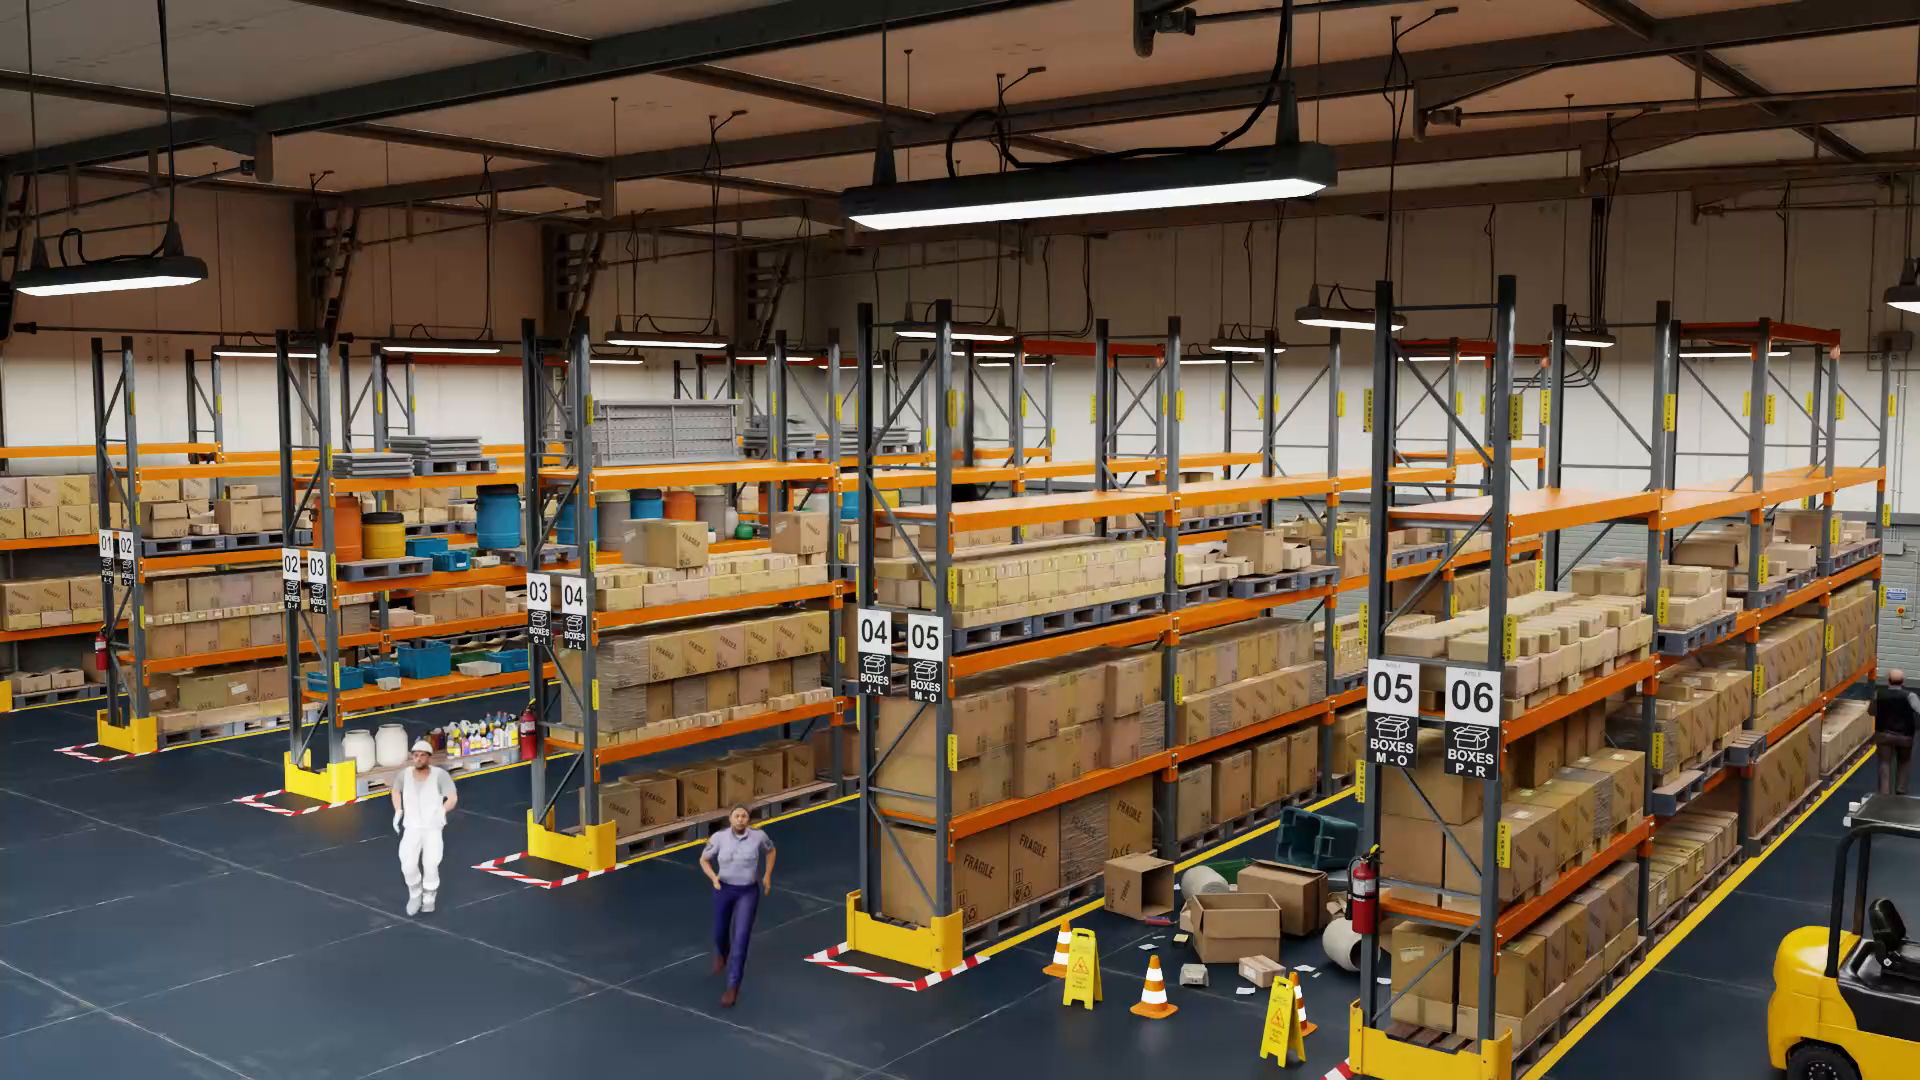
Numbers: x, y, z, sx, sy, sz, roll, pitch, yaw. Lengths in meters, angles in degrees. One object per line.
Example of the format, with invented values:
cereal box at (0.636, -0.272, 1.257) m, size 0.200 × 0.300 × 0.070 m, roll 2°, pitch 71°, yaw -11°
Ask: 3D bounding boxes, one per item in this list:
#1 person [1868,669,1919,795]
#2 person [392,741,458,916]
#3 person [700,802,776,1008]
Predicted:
person at (11.702, 2.500, 20.820) m, size 0.625 × 1.786 × 0.770 m, roll 3°, pitch 6°, yaw 29°
person at (-5.293, 2.854, 16.404) m, size 0.655 × 1.758 × 0.644 m, roll -1°, pitch 5°, yaw -10°
person at (-1.929, 3.092, 14.418) m, size 0.648 × 1.649 × 0.954 m, roll 0°, pitch 5°, yaw -2°
